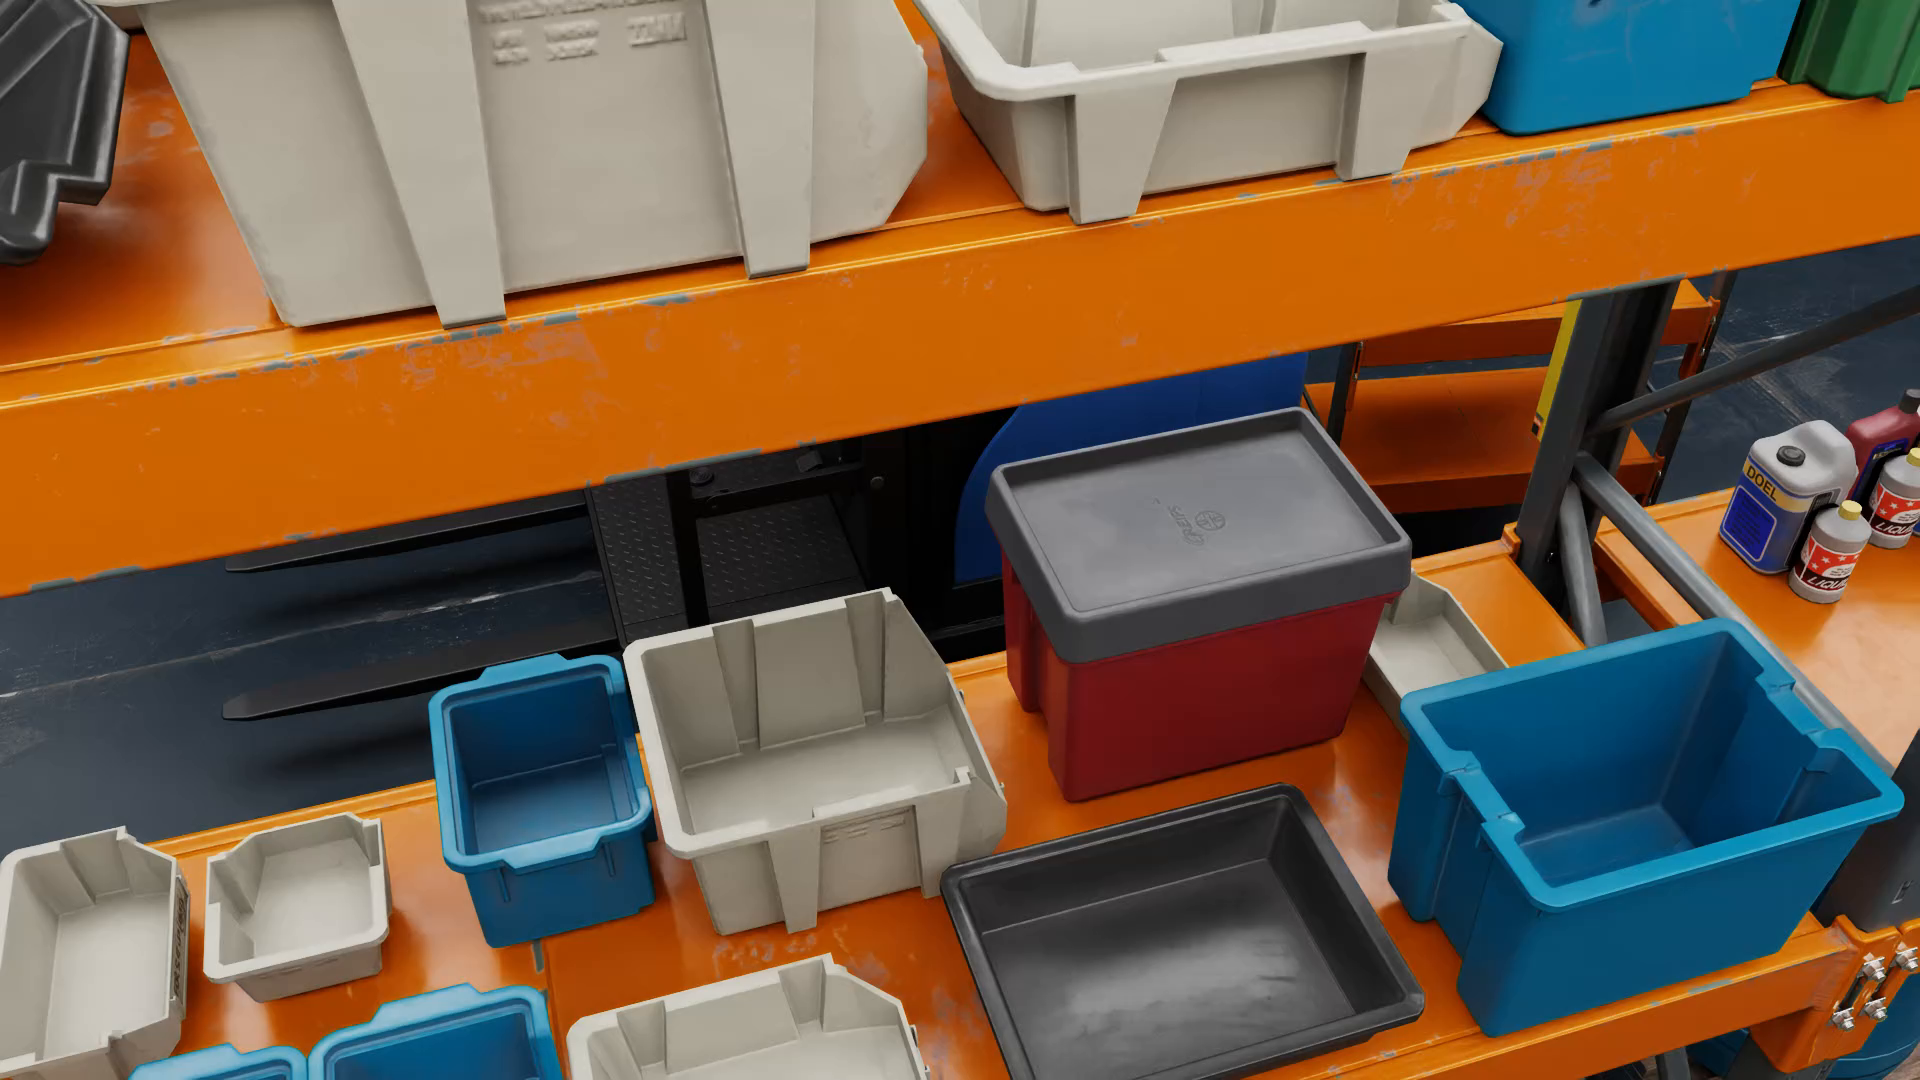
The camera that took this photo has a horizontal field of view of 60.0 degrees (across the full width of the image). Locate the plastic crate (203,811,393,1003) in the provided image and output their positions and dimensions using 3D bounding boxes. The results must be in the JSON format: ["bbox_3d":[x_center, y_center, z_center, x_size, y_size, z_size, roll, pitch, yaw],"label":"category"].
[{"bbox_3d":[-0.980,0.549,2.496,0.250,0.136,0.298,-12,42,-13],"label":"plastic crate"}]

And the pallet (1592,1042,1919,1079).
[{"bbox_3d":[2.044,1.069,3.866,1.213,0.211,1.003,-12,42,-13],"label":"pallet"}]

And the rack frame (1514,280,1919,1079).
[{"bbox_3d":[1.296,0.146,2.803,0.127,3.000,1.000,-12,42,-13],"label":"rack frame"}]

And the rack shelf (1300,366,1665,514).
[{"bbox_3d":[1.523,-0.262,5.066,1.000,0.278,0.538,-5,41,-5],"label":"rack shelf"}]

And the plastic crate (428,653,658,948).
[{"bbox_3d":[-0.638,0.410,2.583,0.300,0.233,0.416,-12,42,-13],"label":"plastic crate"}]

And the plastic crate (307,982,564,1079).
[{"bbox_3d":[-0.643,0.815,2.119,0.300,0.233,0.416,-12,42,-13],"label":"plastic crate"}]

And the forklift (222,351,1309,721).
[{"bbox_3d":[-0.600,-0.978,4.141,3.031,2.935,1.130,-12,43,-13],"label":"forklift"}]

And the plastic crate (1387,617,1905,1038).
[{"bbox_3d":[0.953,0.435,2.438,0.575,0.384,0.392,-12,42,-13],"label":"plastic crate"}]

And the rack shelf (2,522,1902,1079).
[{"bbox_3d":[-0.612,0.812,2.588,4.000,0.370,1.077,-12,42,-13],"label":"rack shelf"}]

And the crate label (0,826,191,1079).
[{"bbox_3d":[-1.257,0.619,2.416,0.243,0.136,0.396,-12,42,-13],"label":"crate label"}]

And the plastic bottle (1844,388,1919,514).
[{"bbox_3d":[1.782,-0.166,3.248,0.133,0.283,0.061,-12,42,-13],"label":"plastic bottle"}]

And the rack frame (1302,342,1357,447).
[{"bbox_3d":[1.018,-0.405,4.858,0.032,1.125,0.500,-5,41,-5],"label":"rack frame"}]

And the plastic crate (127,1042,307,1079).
[{"bbox_3d":[-0.929,0.874,2.051,0.300,0.233,0.416,-12,42,-13],"label":"plastic crate"}]

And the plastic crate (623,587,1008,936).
[{"bbox_3d":[-0.216,0.354,2.610,0.530,0.282,0.437,-12,42,-13],"label":"plastic crate"}]

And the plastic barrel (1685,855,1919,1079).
[{"bbox_3d":[1.820,0.681,3.467,0.708,0.901,0.600,-12,42,-13],"label":"plastic barrel"}]

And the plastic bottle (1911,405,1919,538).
[{"bbox_3d":[1.923,-0.161,3.248,0.135,0.276,0.152,-12,42,-13],"label":"plastic bottle"}]

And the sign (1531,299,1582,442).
[{"bbox_3d":[1.132,-0.304,3.108,0.005,0.325,0.100,-12,42,-13],"label":"sign"}]

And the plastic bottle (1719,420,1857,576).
[{"bbox_3d":[1.575,-0.088,3.166,0.135,0.276,0.152,-12,42,-13],"label":"plastic bottle"}]

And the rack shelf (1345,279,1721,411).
[{"bbox_3d":[1.523,-0.666,4.713,1.000,0.278,0.538,-5,41,-5],"label":"rack shelf"}]

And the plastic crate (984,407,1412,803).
[{"bbox_3d":[0.369,0.118,2.741,0.583,0.464,0.402,-12,42,-13],"label":"plastic crate"}]

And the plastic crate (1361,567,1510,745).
[{"bbox_3d":[0.809,0.225,2.868,0.243,0.136,0.396,-12,42,-13],"label":"plastic crate"}]

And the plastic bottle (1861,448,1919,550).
[{"bbox_3d":[1.823,-0.089,3.223,0.097,0.201,0.097,0,41,0],"label":"plastic bottle"}]

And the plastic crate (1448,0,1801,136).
[{"bbox_3d":[0.523,-0.541,1.436,0.300,0.233,0.416,-12,42,-13],"label":"plastic crate"}]

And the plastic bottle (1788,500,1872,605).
[{"bbox_3d":[1.630,0.014,3.105,0.097,0.201,0.097,0,41,0],"label":"plastic bottle"}]

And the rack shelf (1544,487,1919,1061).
[{"bbox_3d":[3.203,0.021,3.493,4.000,0.370,1.077,-12,42,-13],"label":"rack shelf"}]

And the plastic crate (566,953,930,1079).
[{"bbox_3d":[-0.275,0.755,2.261,0.466,0.136,0.293,-12,42,-13],"label":"plastic crate"}]

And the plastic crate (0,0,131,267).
[{"bbox_3d":[-0.980,-0.300,1.080,0.767,0.338,0.504,-12,42,-13],"label":"plastic crate"}]

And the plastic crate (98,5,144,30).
[{"bbox_3d":[-0.623,-0.658,1.644,0.530,0.136,0.437,-12,42,-13],"label":"plastic crate"}]

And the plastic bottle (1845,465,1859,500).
[{"bbox_3d":[1.677,-0.100,3.236,0.097,0.201,0.097,0,41,0],"label":"plastic bottle"}]

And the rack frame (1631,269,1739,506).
[{"bbox_3d":[2.028,-0.487,4.952,0.032,1.125,0.500,-5,41,-5],"label":"rack frame"}]

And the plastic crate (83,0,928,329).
[{"bbox_3d":[-0.313,-0.393,1.230,0.530,0.282,0.437,-12,42,-13],"label":"plastic crate"}]

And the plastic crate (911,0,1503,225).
[{"bbox_3d":[0.197,-0.395,1.342,0.466,0.136,0.293,-12,42,-13],"label":"plastic crate"}]

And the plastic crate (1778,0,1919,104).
[{"bbox_3d":[0.983,-0.631,1.573,0.662,0.188,0.450,-12,42,-13],"label":"plastic crate"}]

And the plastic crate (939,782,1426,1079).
[{"bbox_3d":[0.309,0.616,2.428,0.590,0.125,0.437,-12,42,-13],"label":"plastic crate"}]

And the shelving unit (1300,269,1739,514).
[{"bbox_3d":[1.523,-0.446,4.905,1.048,1.125,0.538,-5,41,-5],"label":"shelving unit"}]
